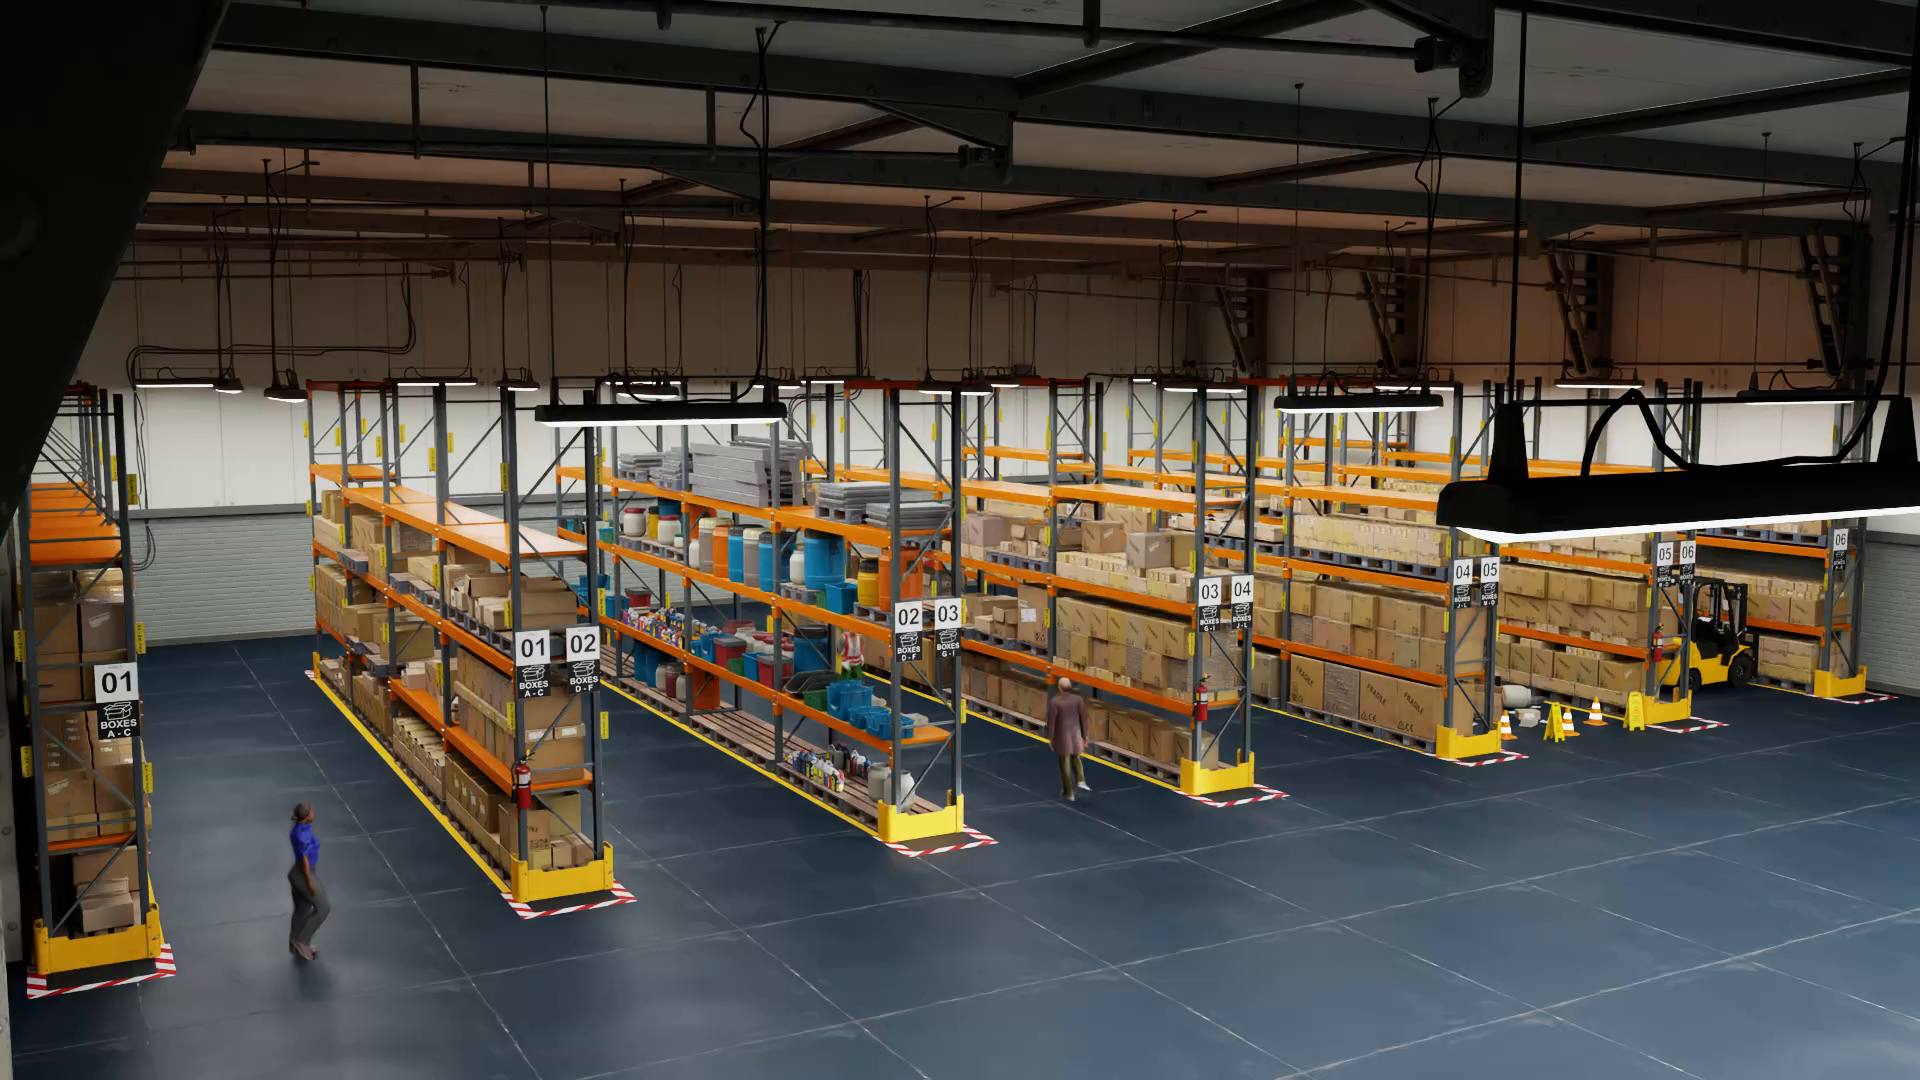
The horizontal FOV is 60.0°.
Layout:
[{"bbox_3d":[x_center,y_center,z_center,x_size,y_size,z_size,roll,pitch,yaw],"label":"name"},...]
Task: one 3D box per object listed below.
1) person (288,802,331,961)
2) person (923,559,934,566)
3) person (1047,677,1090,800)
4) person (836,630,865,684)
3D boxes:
[{"bbox_3d":[-6.968,3.626,17.747,0.409,1.660,0.480,-3,7,-27],"label":"person"},{"bbox_3d":[-0.721,1.104,41.168,0.542,1.685,0.898,4,7,35],"label":"person"},{"bbox_3d":[1.579,2.880,24.140,0.624,1.770,0.571,-2,6,-17],"label":"person"},{"bbox_3d":[-2.038,2.258,30.474,0.666,1.683,0.628,-3,7,-24],"label":"person"}]
